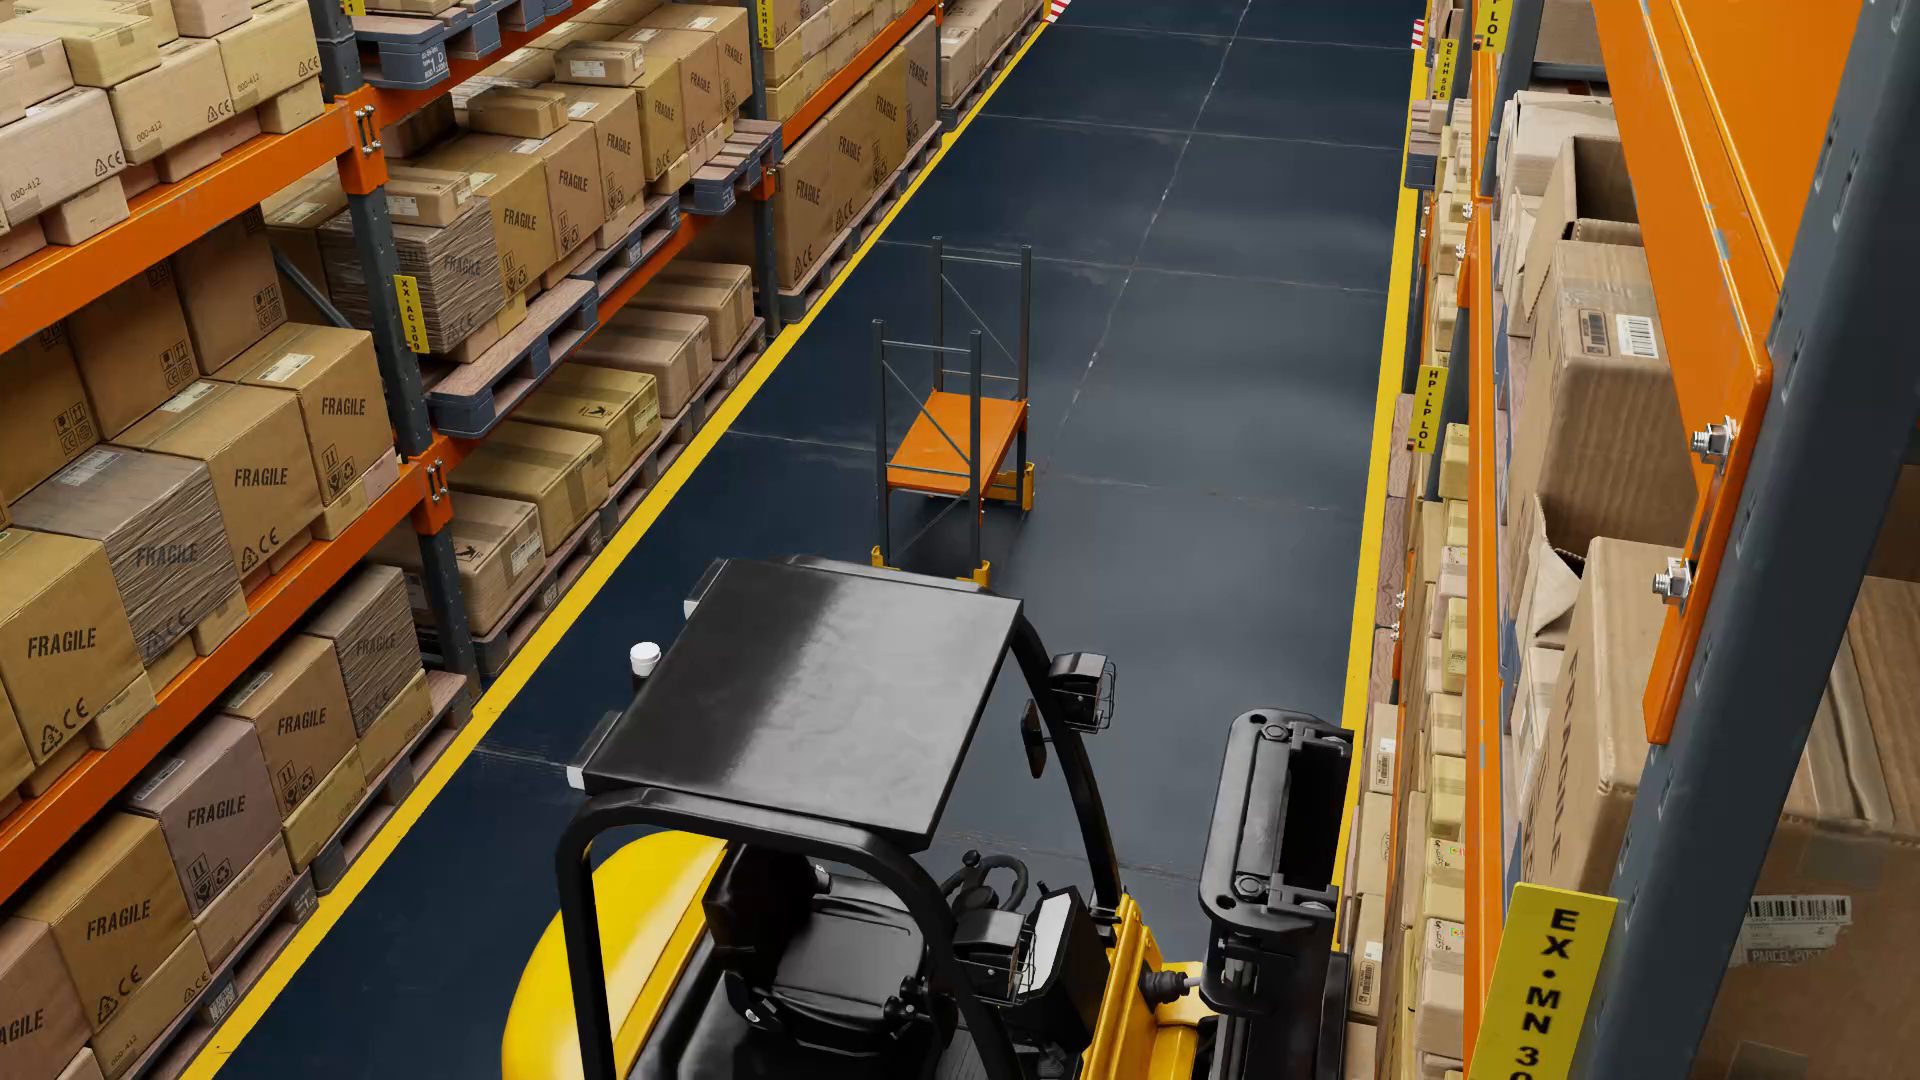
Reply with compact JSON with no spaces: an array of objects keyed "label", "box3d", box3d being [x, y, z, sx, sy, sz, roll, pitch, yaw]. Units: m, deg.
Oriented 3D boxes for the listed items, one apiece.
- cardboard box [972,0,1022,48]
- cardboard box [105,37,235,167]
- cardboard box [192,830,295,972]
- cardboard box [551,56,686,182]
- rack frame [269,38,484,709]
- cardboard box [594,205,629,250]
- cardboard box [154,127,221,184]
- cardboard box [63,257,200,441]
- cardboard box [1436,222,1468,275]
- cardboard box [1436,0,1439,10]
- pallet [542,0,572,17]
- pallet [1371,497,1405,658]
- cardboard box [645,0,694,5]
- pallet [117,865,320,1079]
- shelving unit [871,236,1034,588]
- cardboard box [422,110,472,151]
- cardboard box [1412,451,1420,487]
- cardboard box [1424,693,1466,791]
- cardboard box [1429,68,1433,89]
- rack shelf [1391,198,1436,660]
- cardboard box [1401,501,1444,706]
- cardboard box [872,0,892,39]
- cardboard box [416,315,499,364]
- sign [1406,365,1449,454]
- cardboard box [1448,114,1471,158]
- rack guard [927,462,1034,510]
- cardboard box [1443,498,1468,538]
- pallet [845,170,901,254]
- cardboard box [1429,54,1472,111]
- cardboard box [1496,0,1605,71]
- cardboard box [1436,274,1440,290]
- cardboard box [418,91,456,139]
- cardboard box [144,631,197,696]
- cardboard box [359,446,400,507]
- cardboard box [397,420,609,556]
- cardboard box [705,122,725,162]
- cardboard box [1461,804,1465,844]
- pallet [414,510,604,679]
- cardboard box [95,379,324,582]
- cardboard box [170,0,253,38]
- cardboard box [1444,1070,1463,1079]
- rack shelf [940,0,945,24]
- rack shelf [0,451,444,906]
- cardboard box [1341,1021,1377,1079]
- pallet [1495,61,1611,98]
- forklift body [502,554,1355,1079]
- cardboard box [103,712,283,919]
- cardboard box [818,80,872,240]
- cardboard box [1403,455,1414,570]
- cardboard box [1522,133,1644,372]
[{"label":"cardboard box","box3d":[0.064,-5.082,15.945,0.875,0.438,0.875,9,34,14]},{"label":"cardboard box","box3d":[-2.665,-1.391,5.208,0.500,0.250,0.500,7,33,12]},{"label":"cardboard box","box3d":[-2.836,1.277,6.117,0.500,0.250,0.500,9,33,13]},{"label":"cardboard box","box3d":[-1.765,-2.206,8.662,0.500,0.500,0.500,6,33,9]},{"label":"rack frame","box3d":[-2.687,-0.591,6.883,1.000,3.000,0.127,8,33,12]},{"label":"cardboard box","box3d":[-1.883,-1.578,8.280,0.380,0.149,0.250,9,34,14]},{"label":"cardboard box","box3d":[-2.662,-1.290,5.422,0.380,0.149,0.250,8,33,13]},{"label":"cardboard box","box3d":[-3.159,-0.720,5.784,0.700,0.500,0.500,8,33,13]},{"label":"cardboard box","box3d":[2.275,-1.256,7.231,0.380,0.149,0.250,7,33,11]},{"label":"cardboard box","box3d":[3.807,-4.067,11.867,0.700,0.500,0.500,9,34,14]},{"label":"pallet","box3d":[-2.167,-2.622,7.457,1.213,0.211,1.003,8,33,12]},{"label":"pallet","box3d":[2.572,0.237,8.180,1.003,0.211,1.213,8,33,12]},{"label":"cardboard box","box3d":[-1.793,-3.435,10.332,0.500,0.500,0.500,7,33,11]},{"label":"pallet","box3d":[-3.130,1.574,6.077,1.003,0.211,1.213,8,33,12]},{"label":"shelving unit","box3d":[-0.019,-0.593,8.285,0.587,1.500,1.083,8,33,12]},{"label":"cardboard box","box3d":[-2.530,-1.731,7.915,0.500,0.500,0.500,9,34,14]},{"label":"cardboard box","box3d":[2.113,-0.412,6.743,0.500,0.250,0.500,8,33,12]},{"label":"cardboard box","box3d":[1.428,0.557,4.380,0.380,0.149,0.250,7,33,11]},{"label":"cardboard box","box3d":[4.396,-3.985,14.161,0.700,0.500,0.500,7,33,11]},{"label":"rack shelf","box3d":[2.623,-0.651,7.649,1.077,0.370,4.000,8,33,12]},{"label":"cardboard box","box3d":[1.750,0.236,5.490,0.500,0.500,0.500,7,33,11]},{"label":"cardboard box","box3d":[-0.803,-3.888,12.210,0.500,0.250,0.500,7,33,11]},{"label":"cardboard box","box3d":[-2.241,-0.906,7.222,0.380,0.149,0.250,8,33,13]},{"label":"sign","box3d":[1.588,-0.441,5.642,0.100,0.325,0.005,8,33,12]},{"label":"cardboard box","box3d":[2.698,-2.045,8.472,0.380,0.149,0.250,9,33,13]},{"label":"rack guard","box3d":[0.107,-0.324,9.027,0.587,0.250,0.087,8,33,12]},{"label":"cardboard box","box3d":[1.780,-0.103,5.419,0.380,0.149,0.250,8,33,12]},{"label":"pallet","box3d":[-1.087,-2.520,12.517,1.003,0.211,1.213,8,33,12]},{"label":"cardboard box","box3d":[3.085,-2.698,9.947,0.500,0.250,0.500,6,33,10]},{"label":"cardboard box","box3d":[2.064,-1.773,5.546,0.500,0.311,0.500,7,33,11]},{"label":"cardboard box","box3d":[2.398,-1.146,7.431,0.500,0.250,0.500,8,33,13]},{"label":"cardboard box","box3d":[-2.579,-1.985,7.710,0.380,0.149,0.250,7,33,10]},{"label":"cardboard box","box3d":[-2.822,0.380,5.591,0.380,0.149,0.250,7,33,12]},{"label":"cardboard box","box3d":[-2.473,-0.277,6.623,0.380,0.149,0.250,8,33,12]},{"label":"cardboard box","box3d":[-2.377,-0.305,8.492,0.950,0.372,0.625,10,34,15]},{"label":"cardboard box","box3d":[-1.546,-2.250,9.336,0.380,0.149,0.250,8,33,12]},{"label":"cardboard box","box3d":[1.371,0.706,3.869,0.380,0.149,0.250,8,33,13]},{"label":"pallet","box3d":[-2.490,0.182,8.267,1.003,0.211,1.213,8,33,12]},{"label":"cardboard box","box3d":[-2.683,-0.226,5.939,0.500,0.500,0.500,9,34,14]},{"label":"cardboard box","box3d":[-2.548,-1.748,5.398,0.380,0.149,0.250,7,33,11]},{"label":"cardboard box","box3d":[1.153,1.235,3.314,0.380,0.149,0.250,8,33,12]},{"label":"rack shelf","box3d":[-0.149,-5.477,15.239,1.077,0.370,4.000,8,33,12]},{"label":"rack shelf","box3d":[-3.194,0.751,5.444,1.077,0.370,4.000,8,33,12]},{"label":"cardboard box","box3d":[1.294,1.648,4.602,0.500,0.250,0.500,7,33,11]},{"label":"pallet","box3d":[2.327,-1.562,5.793,0.805,0.209,1.217,7,33,10]},{"label":"forklift body","box3d":[-0.183,1.285,4.725,2.313,2.155,1.214,8,33,12]},{"label":"cardboard box","box3d":[-2.833,0.949,5.935,0.500,0.500,0.500,10,34,15]},{"label":"cardboard box","box3d":[-1.185,-2.757,11.879,0.875,0.875,0.875,8,33,13]},{"label":"cardboard box","box3d":[2.630,-0.156,8.022,0.875,0.625,0.625,7,33,10]},{"label":"cardboard box","box3d":[1.519,-0.449,3.284,0.797,0.503,0.637,9,34,14]}]
